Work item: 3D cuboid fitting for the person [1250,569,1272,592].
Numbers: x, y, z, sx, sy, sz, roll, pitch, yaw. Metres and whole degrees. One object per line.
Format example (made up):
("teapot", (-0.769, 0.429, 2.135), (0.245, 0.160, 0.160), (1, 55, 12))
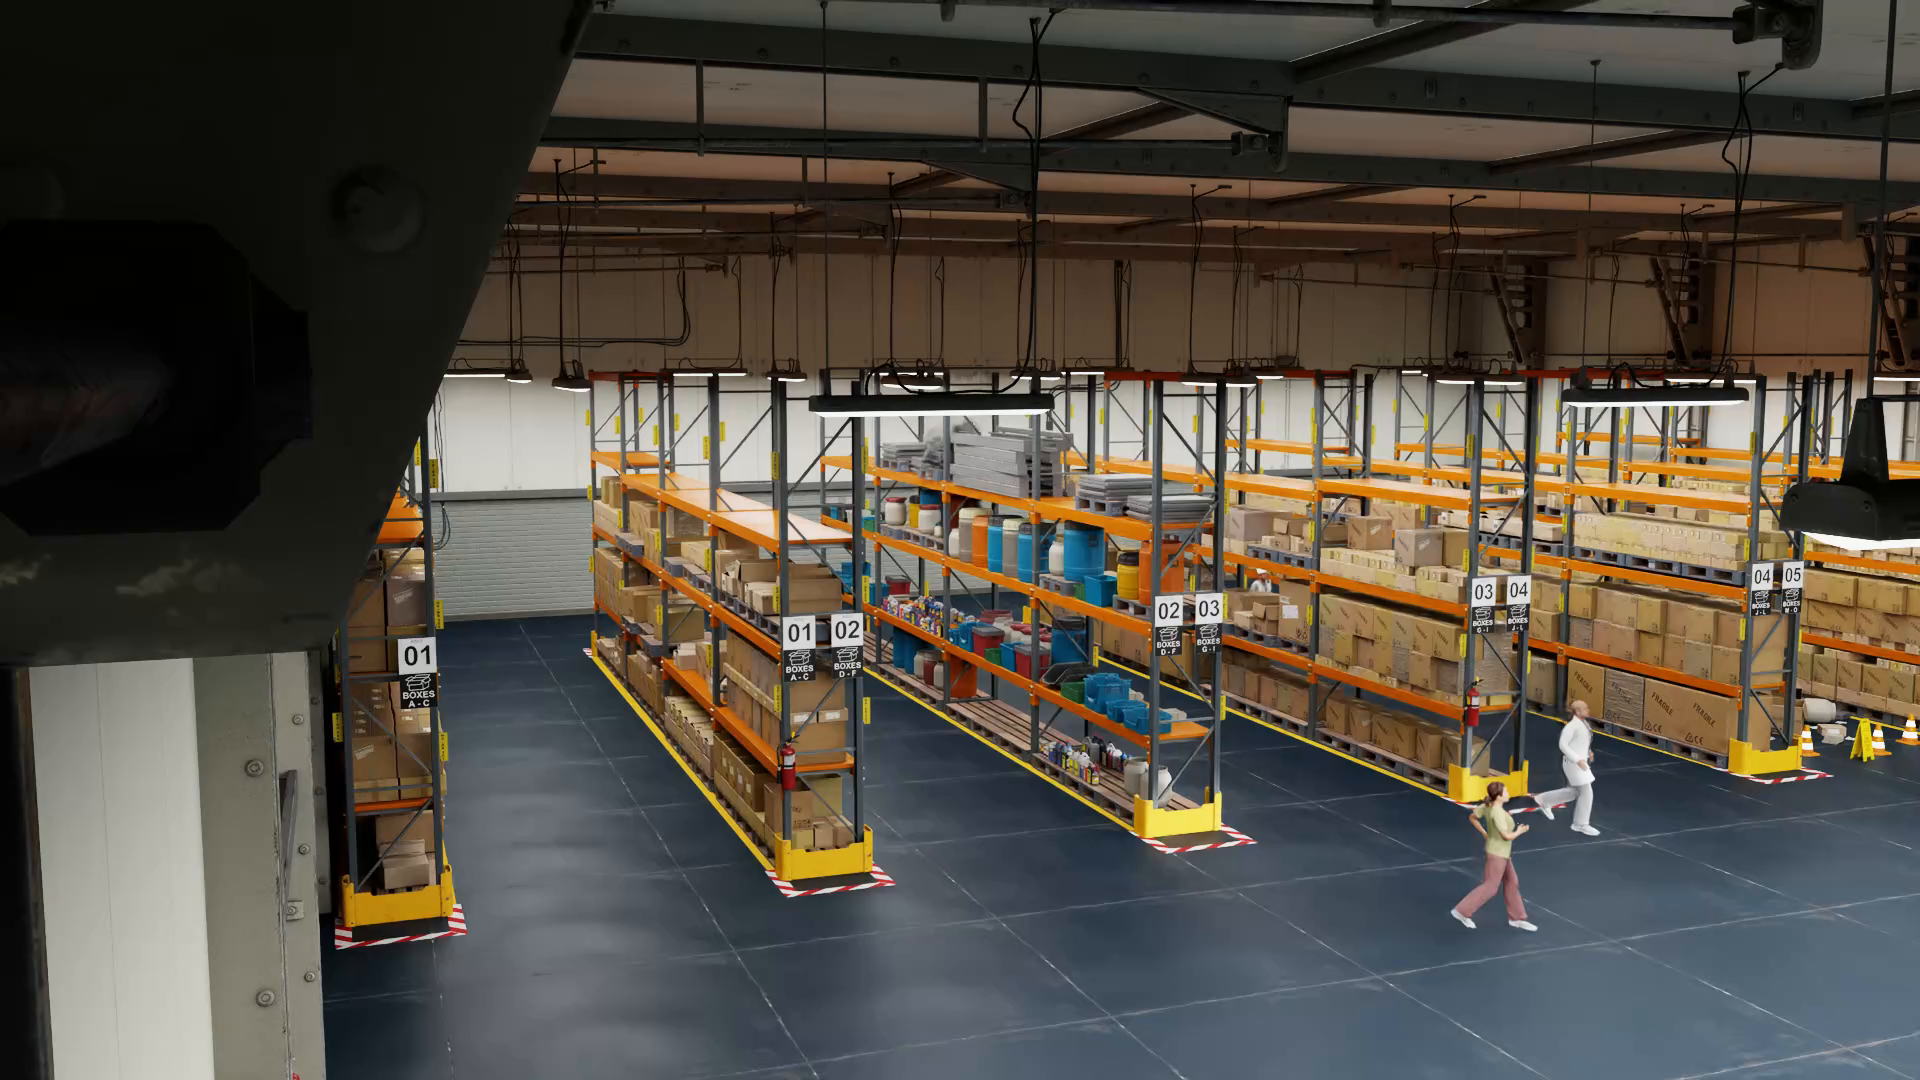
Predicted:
("person", (6.578, 1.436, 36.049), (0.692, 1.721, 0.737), (-3, 7, -24))

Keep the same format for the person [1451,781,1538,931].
("person", (5.857, 3.454, 18.146), (0.952, 1.669, 0.550), (1, 6, 6))

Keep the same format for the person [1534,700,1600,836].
("person", (8.110, 2.993, 22.120), (0.848, 1.777, 0.727), (3, 7, 28))
